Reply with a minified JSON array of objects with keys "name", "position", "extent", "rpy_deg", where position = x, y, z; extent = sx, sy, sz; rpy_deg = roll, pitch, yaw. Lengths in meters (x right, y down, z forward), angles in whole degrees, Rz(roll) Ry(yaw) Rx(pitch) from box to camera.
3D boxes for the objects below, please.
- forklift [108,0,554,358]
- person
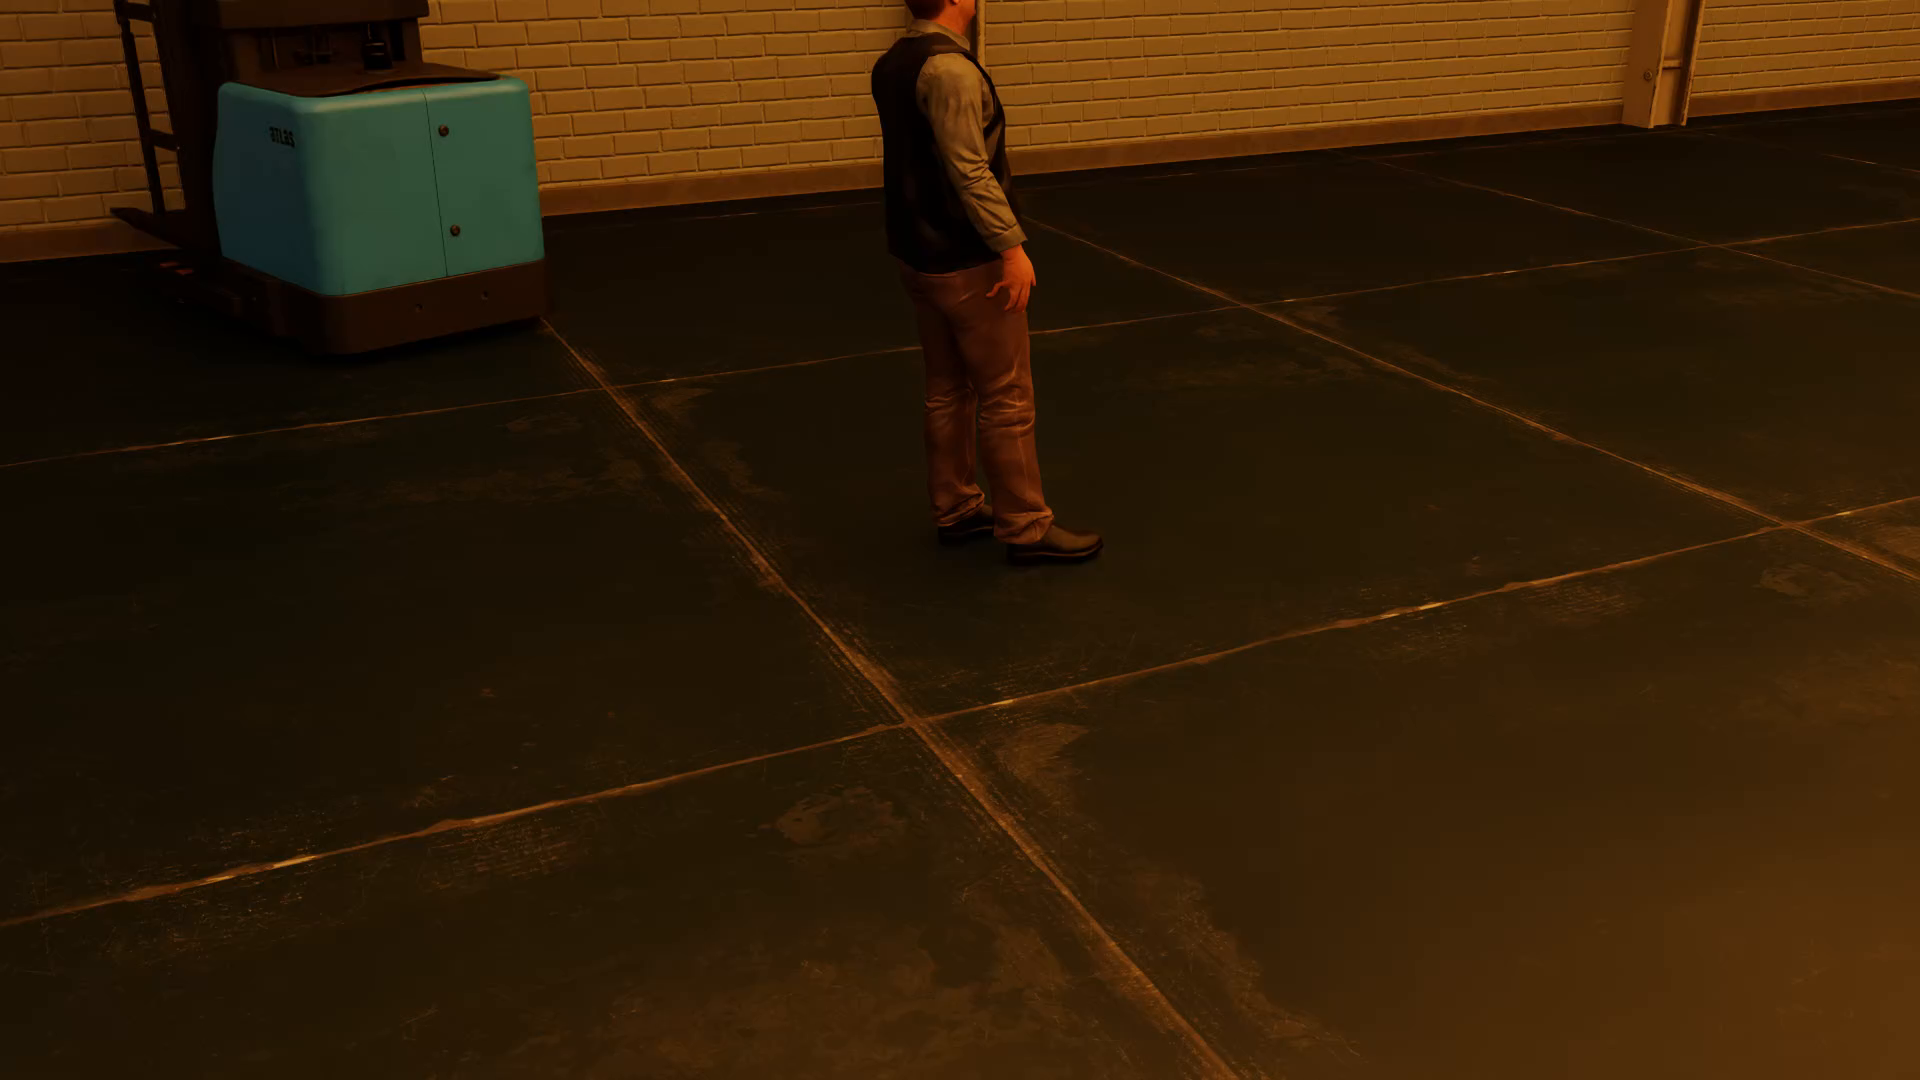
[{"name":"forklift","position":[-3.188,-2.574,7.483],"extent":[1.130,2.935,3.031],"rpy_deg":[-21,30,-40]},{"name":"person","position":[0.060,-0.810,4.792],"extent":[0.566,1.722,0.634],"rpy_deg":[-10,25,-23]}]
